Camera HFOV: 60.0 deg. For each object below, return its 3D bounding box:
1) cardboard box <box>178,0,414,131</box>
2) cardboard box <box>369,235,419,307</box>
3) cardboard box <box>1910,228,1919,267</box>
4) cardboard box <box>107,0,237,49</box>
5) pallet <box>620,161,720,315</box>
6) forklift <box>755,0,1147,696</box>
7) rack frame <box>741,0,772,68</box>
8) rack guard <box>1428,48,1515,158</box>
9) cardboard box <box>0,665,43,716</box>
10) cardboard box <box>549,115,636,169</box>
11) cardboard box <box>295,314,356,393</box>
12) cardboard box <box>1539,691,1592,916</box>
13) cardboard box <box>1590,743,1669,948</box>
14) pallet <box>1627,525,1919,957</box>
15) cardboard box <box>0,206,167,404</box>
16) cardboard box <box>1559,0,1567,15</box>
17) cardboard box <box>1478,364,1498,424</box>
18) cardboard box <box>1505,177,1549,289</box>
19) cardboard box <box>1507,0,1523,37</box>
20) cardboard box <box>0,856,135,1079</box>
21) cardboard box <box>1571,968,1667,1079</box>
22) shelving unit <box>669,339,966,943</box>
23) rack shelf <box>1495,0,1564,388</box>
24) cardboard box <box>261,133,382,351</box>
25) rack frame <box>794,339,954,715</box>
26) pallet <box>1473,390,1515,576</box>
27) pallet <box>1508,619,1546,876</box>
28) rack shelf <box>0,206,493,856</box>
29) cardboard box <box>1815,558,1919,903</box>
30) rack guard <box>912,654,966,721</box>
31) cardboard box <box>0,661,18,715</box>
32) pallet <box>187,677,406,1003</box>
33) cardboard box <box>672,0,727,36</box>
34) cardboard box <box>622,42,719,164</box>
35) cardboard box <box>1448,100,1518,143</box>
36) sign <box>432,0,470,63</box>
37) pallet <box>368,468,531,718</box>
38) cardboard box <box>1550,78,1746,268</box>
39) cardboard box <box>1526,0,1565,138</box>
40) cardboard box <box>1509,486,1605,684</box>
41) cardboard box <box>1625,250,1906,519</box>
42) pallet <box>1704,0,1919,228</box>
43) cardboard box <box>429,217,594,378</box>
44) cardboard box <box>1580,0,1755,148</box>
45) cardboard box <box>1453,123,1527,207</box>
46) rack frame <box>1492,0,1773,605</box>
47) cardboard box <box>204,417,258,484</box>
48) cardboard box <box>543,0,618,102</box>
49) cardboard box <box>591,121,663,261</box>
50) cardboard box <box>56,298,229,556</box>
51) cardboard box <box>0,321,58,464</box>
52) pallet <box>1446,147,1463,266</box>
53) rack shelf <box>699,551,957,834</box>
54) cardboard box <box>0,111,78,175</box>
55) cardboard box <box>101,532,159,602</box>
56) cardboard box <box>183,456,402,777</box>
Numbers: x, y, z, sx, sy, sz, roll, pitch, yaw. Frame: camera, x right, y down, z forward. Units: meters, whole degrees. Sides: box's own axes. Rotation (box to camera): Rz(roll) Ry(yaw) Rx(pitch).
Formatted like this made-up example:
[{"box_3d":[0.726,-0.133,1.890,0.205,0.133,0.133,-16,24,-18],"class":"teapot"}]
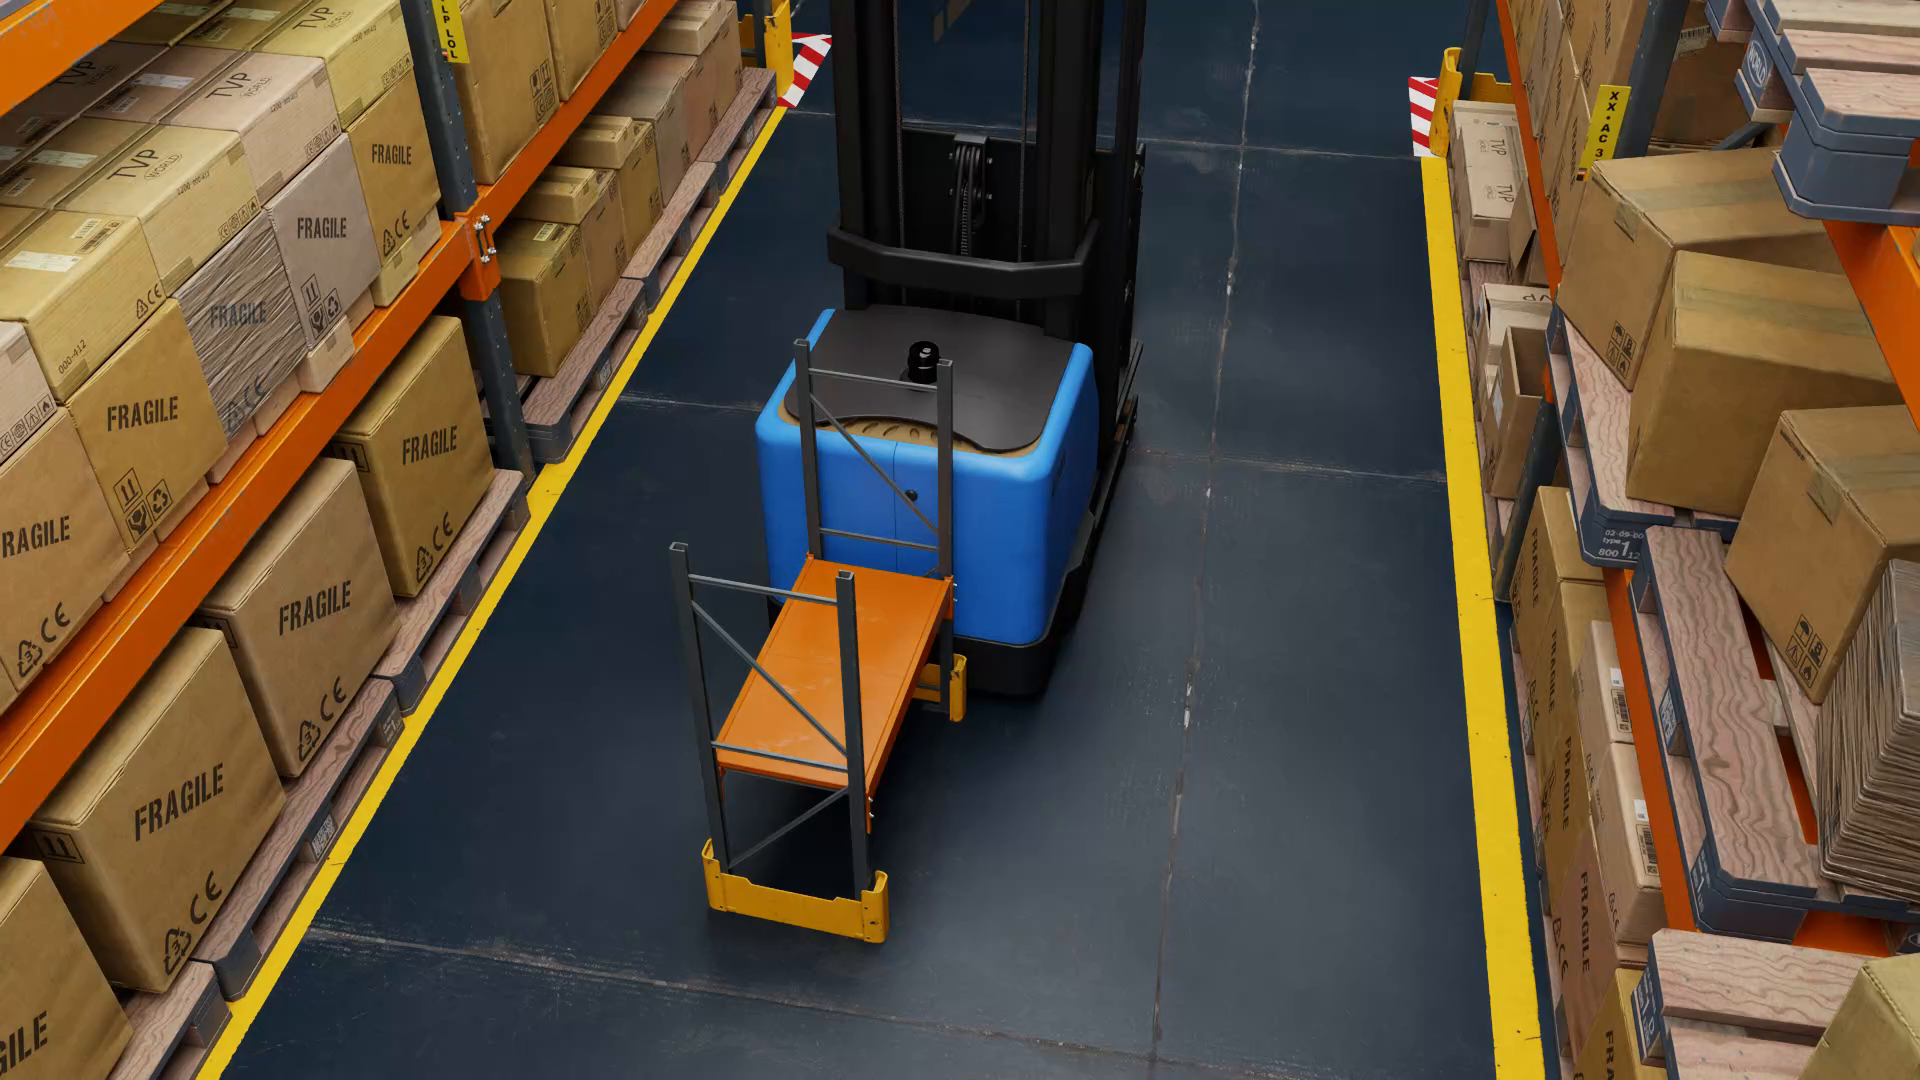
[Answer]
[{"box_3d":[-2.132,-1.568,5.376,0.500,0.250,0.500,7,40,9],"class":"cardboard box"},{"box_3d":[-2.103,-0.946,5.721,0.380,0.149,0.250,7,40,8],"class":"cardboard box"},{"box_3d":[2.105,-0.503,2.572,0.910,0.500,0.500,6,40,8],"class":"cardboard box"},{"box_3d":[-2.639,-1.629,5.450,0.500,0.250,0.500,8,40,9],"class":"cardboard box"},{"box_3d":[-1.886,-1.601,8.521,1.003,0.211,1.213,6,40,8],"class":"pallet"},{"box_3d":[0.157,-1.518,6.286,1.130,2.935,3.031,9,40,11],"class":"forklift"},{"box_3d":[-1.611,-3.949,9.173,1.000,3.000,0.127,6,40,8],"class":"rack frame"},{"box_3d":[3.256,-2.395,9.254,1.175,0.500,0.348,6,40,8],"class":"rack guard"},{"box_3d":[-2.570,0.329,4.179,0.380,0.149,0.250,7,40,9],"class":"cardboard box"},{"box_3d":[-1.744,-1.868,7.778,0.380,0.149,0.250,5,40,6],"class":"cardboard box"},{"box_3d":[-2.180,-0.616,5.322,0.380,0.149,0.250,6,40,8],"class":"cardboard box"},{"box_3d":[2.078,0.824,5.016,0.500,0.500,0.500,7,40,8],"class":"cardboard box"},{"box_3d":[1.993,0.829,4.422,0.500,0.250,0.500,6,40,7],"class":"cardboard box"},{"box_3d":[2.216,0.468,3.980,1.003,0.211,1.213,6,40,8],"class":"pallet"},{"box_3d":[-2.406,-0.608,4.215,0.500,0.250,0.500,6,40,7],"class":"cardboard box"},{"box_3d":[2.582,-2.303,6.318,0.500,0.500,0.500,7,40,8],"class":"cardboard box"},{"box_3d":[2.401,-0.597,7.010,0.380,0.149,0.250,6,40,8],"class":"cardboard box"},{"box_3d":[2.897,-1.282,7.561,0.797,0.503,0.637,6,40,8],"class":"cardboard box"},{"box_3d":[2.758,-2.556,7.409,0.500,0.500,0.500,6,40,8],"class":"cardboard box"},{"box_3d":[-2.739,1.291,4.192,0.750,0.750,0.750,6,40,7],"class":"cardboard box"},{"box_3d":[1.905,1.471,4.233,0.500,0.500,0.500,5,40,6],"class":"cardboard box"},{"box_3d":[-0.391,0.312,5.196,0.587,1.500,1.083,9,40,11],"class":"shelving unit"},{"box_3d":[2.923,-1.873,7.226,1.077,0.370,4.000,6,40,8],"class":"rack shelf"},{"box_3d":[-2.213,-0.961,5.231,0.500,0.500,0.500,7,40,8],"class":"cardboard box"},{"box_3d":[-0.268,0.003,5.569,0.500,1.500,0.032,9,40,11],"class":"rack frame"},{"box_3d":[2.696,-0.251,6.889,1.003,0.211,1.213,6,40,8],"class":"pallet"},{"box_3d":[2.473,0.694,5.745,1.003,0.211,1.213,6,40,8],"class":"pallet"},{"box_3d":[-2.649,0.093,4.848,1.077,0.370,4.000,6,40,8],"class":"rack shelf"},{"box_3d":[2.229,0.454,3.439,0.700,0.500,0.500,14,42,16],"class":"cardboard box"},{"box_3d":[-0.268,0.486,5.966,0.587,0.250,0.087,9,40,11],"class":"rack guard"},{"box_3d":[-2.559,0.306,3.698,0.500,0.500,0.500,8,40,9],"class":"cardboard box"},{"box_3d":[-2.571,0.896,5.501,1.003,0.211,1.213,6,40,8],"class":"pallet"},{"box_3d":[-1.476,-2.847,8.962,0.380,0.149,0.250,6,40,7],"class":"cardboard box"},{"box_3d":[-1.720,-2.384,8.911,0.700,0.500,0.500,6,40,8],"class":"cardboard box"},{"box_3d":[2.858,-2.252,9.011,0.380,0.149,0.250,6,40,8],"class":"cardboard box"},{"box_3d":[-1.767,-1.801,5.728,0.100,0.325,0.005,6,40,8],"class":"sign"},{"box_3d":[-2.362,0.128,6.429,1.003,0.211,1.213,6,40,8],"class":"pallet"},{"box_3d":[2.410,-1.276,5.861,0.500,0.500,0.500,7,40,8],"class":"cardboard box"},{"box_3d":[2.585,-1.922,6.642,0.500,0.500,0.500,7,40,9],"class":"cardboard box"},{"box_3d":[2.253,0.175,5.800,0.500,0.500,0.500,5,40,6],"class":"cardboard box"},{"box_3d":[2.218,-0.384,4.453,0.700,0.500,0.500,12,41,15],"class":"cardboard box"},{"box_3d":[2.218,-0.926,3.310,1.213,0.211,1.003,6,40,8],"class":"pallet"},{"box_3d":[-2.073,-1.096,7.353,0.700,0.500,0.500,7,40,8],"class":"cardboard box"},{"box_3d":[2.409,-1.665,5.547,0.500,0.500,0.500,7,40,8],"class":"cardboard box"},{"box_3d":[2.809,-1.892,8.497,0.500,0.250,0.500,6,40,8],"class":"cardboard box"},{"box_3d":[2.576,-0.895,5.479,1.000,3.000,0.127,6,40,8],"class":"rack frame"},{"box_3d":[-2.346,-0.314,4.957,0.380,0.149,0.250,5,40,6],"class":"cardboard box"},{"box_3d":[-2.061,-2.351,7.004,0.980,0.700,0.700,5,40,7],"class":"cardboard box"},{"box_3d":[-1.891,-1.732,8.123,0.700,0.500,0.500,7,40,9],"class":"cardboard box"},{"box_3d":[-2.390,-0.333,4.471,0.500,0.500,0.500,7,40,9],"class":"cardboard box"},{"box_3d":[-2.488,-0.287,3.827,0.500,0.250,0.500,7,40,8],"class":"cardboard box"},{"box_3d":[3.119,-1.783,8.741,1.003,0.211,1.213,6,40,8],"class":"pallet"},{"box_3d":[-0.393,0.456,5.304,0.538,0.185,1.000,9,40,11],"class":"rack shelf"},{"box_3d":[-2.805,-0.985,4.671,0.500,0.250,0.500,5,40,6],"class":"cardboard box"},{"box_3d":[-2.455,0.015,4.559,0.380,0.149,0.250,7,40,8],"class":"cardboard box"},{"box_3d":[-2.438,0.208,5.502,0.750,0.750,0.750,8,40,9],"class":"cardboard box"}]
